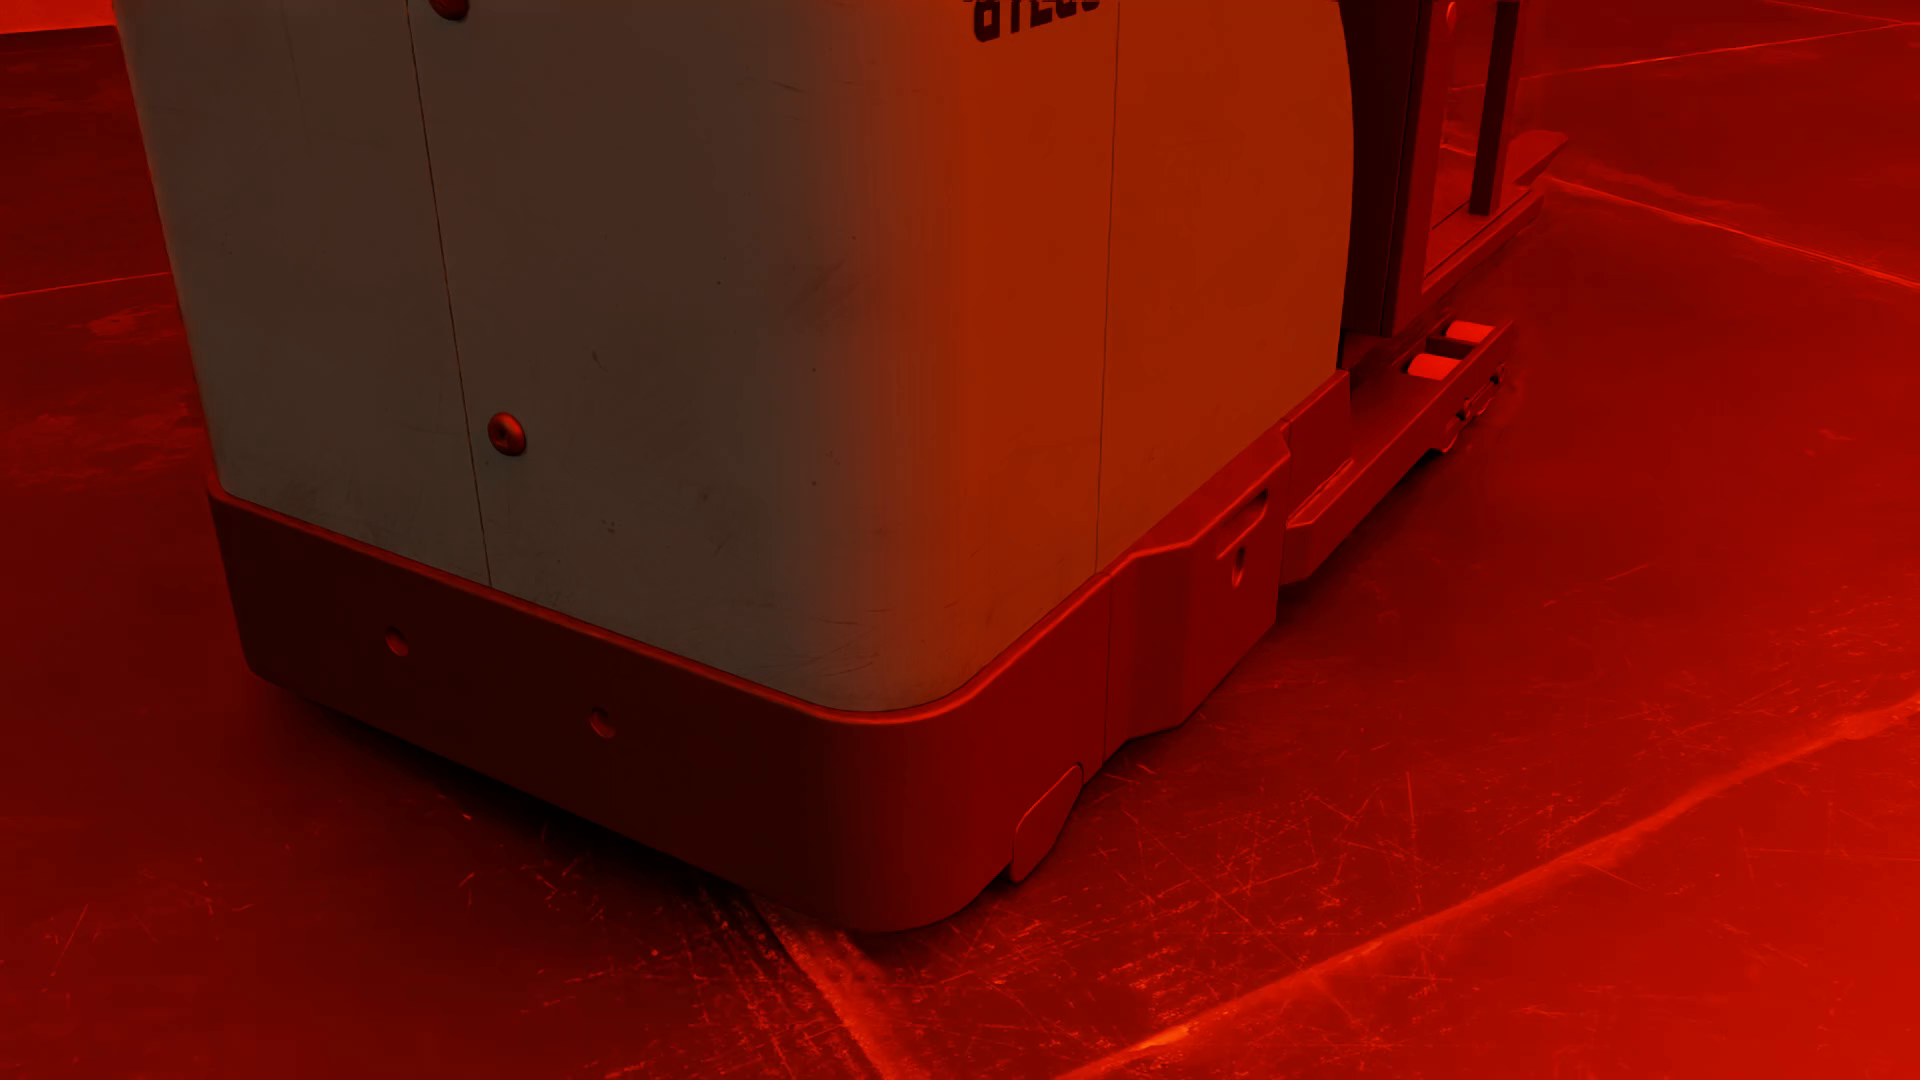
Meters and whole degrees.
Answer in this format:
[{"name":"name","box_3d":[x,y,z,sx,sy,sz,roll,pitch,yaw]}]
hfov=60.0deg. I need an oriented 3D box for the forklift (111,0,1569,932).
[{"name":"forklift","box_3d":[0.319,-1.553,2.322,1.130,2.935,3.031,16,31,28]}]
